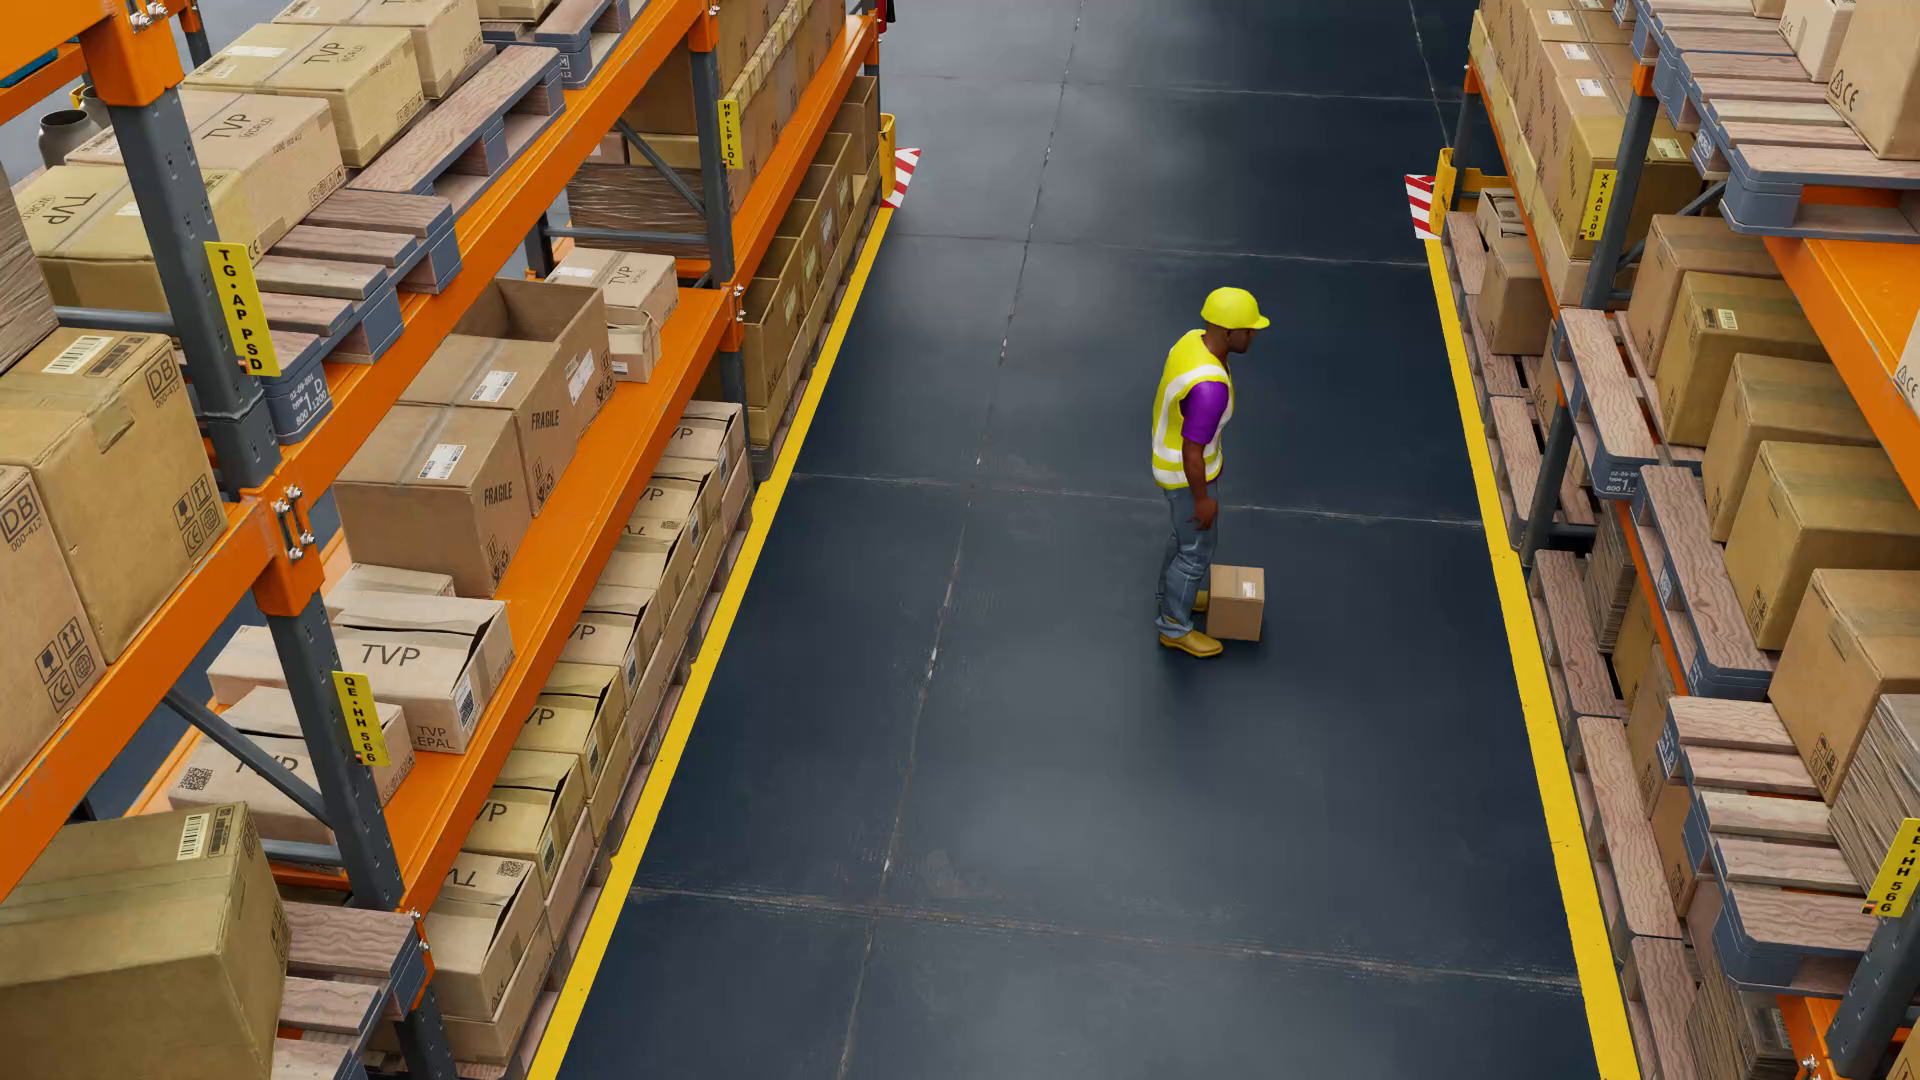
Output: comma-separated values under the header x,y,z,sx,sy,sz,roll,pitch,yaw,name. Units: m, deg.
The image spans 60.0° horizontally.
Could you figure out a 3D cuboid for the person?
x,y,z,sx,sy,sz,roll,pitch,yaw,name
1.080,-0.328,7.479,0.461,1.759,0.628,3,36,5,person
